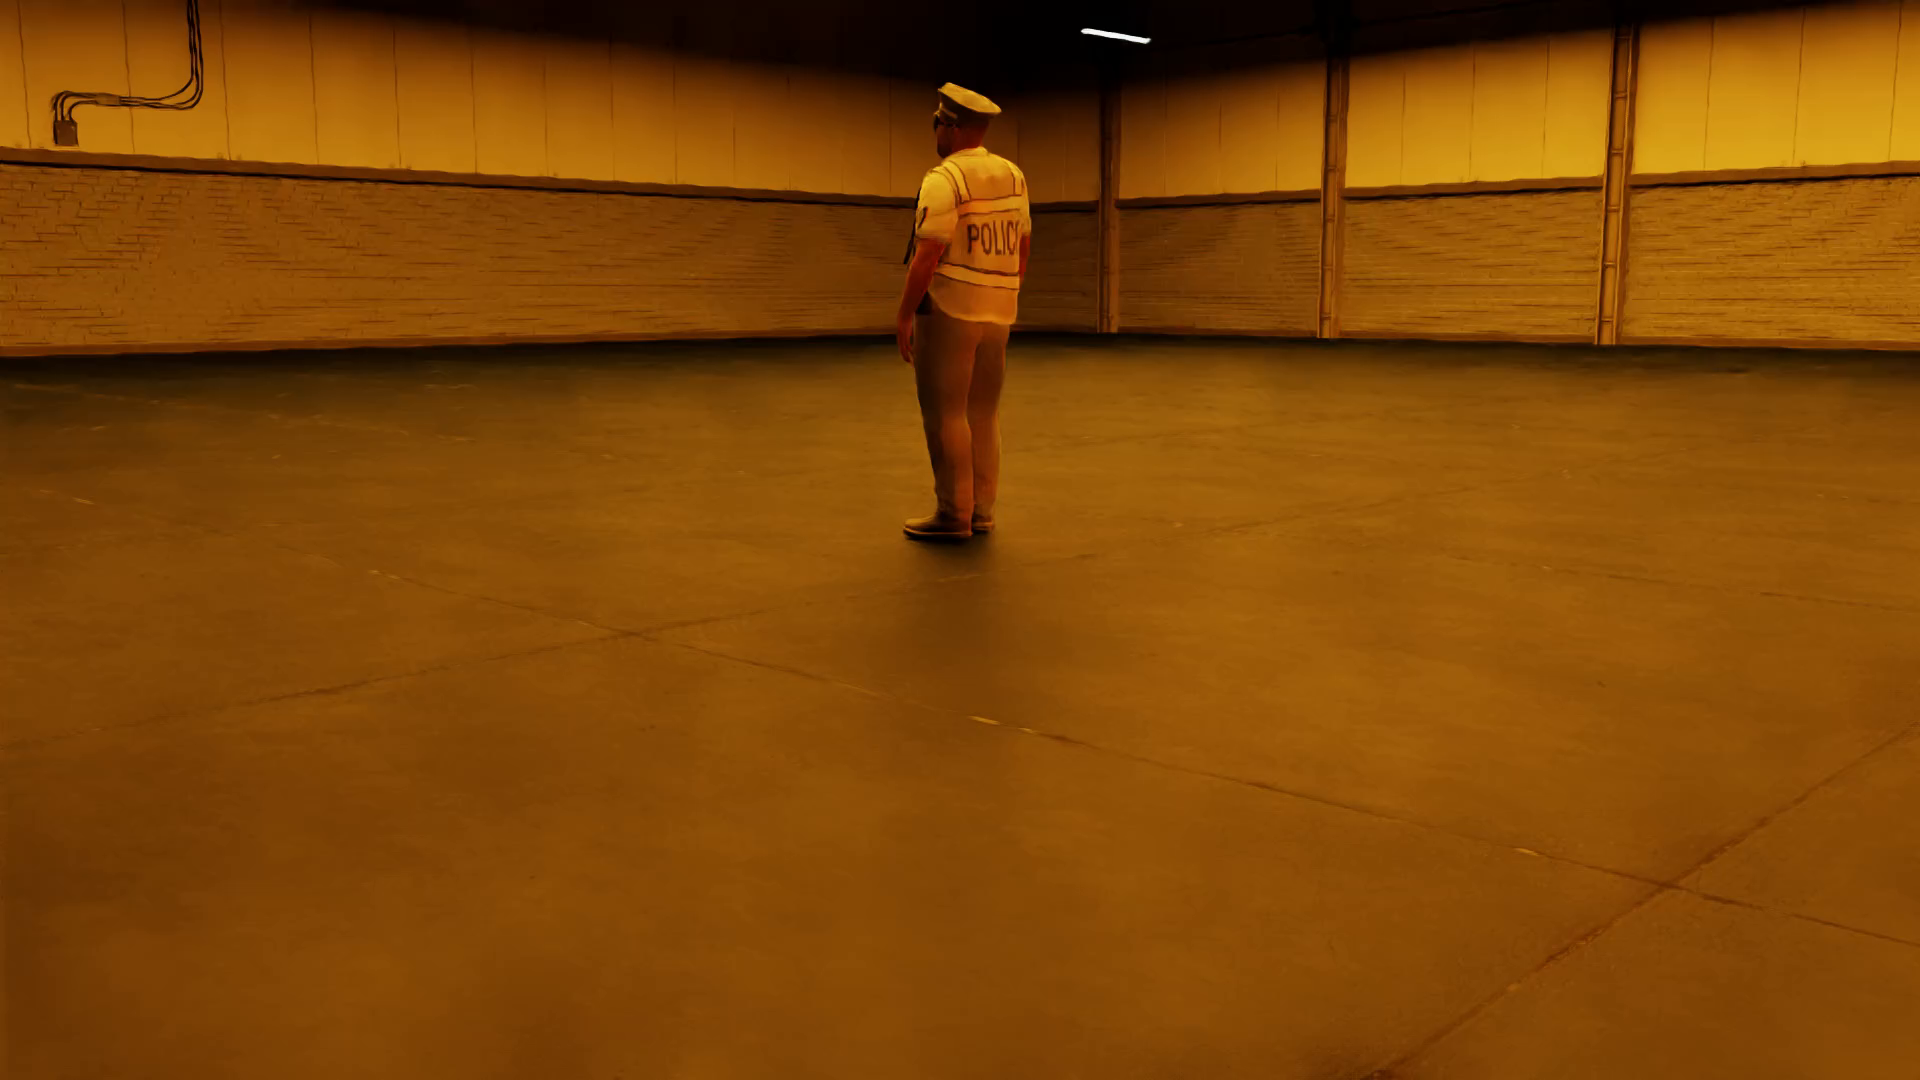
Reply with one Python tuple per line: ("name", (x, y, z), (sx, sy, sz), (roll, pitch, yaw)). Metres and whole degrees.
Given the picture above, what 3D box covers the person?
("person", (-0.048, -0.898, 6.645), (0.574, 1.781, 0.640), (8, 12, 43))
